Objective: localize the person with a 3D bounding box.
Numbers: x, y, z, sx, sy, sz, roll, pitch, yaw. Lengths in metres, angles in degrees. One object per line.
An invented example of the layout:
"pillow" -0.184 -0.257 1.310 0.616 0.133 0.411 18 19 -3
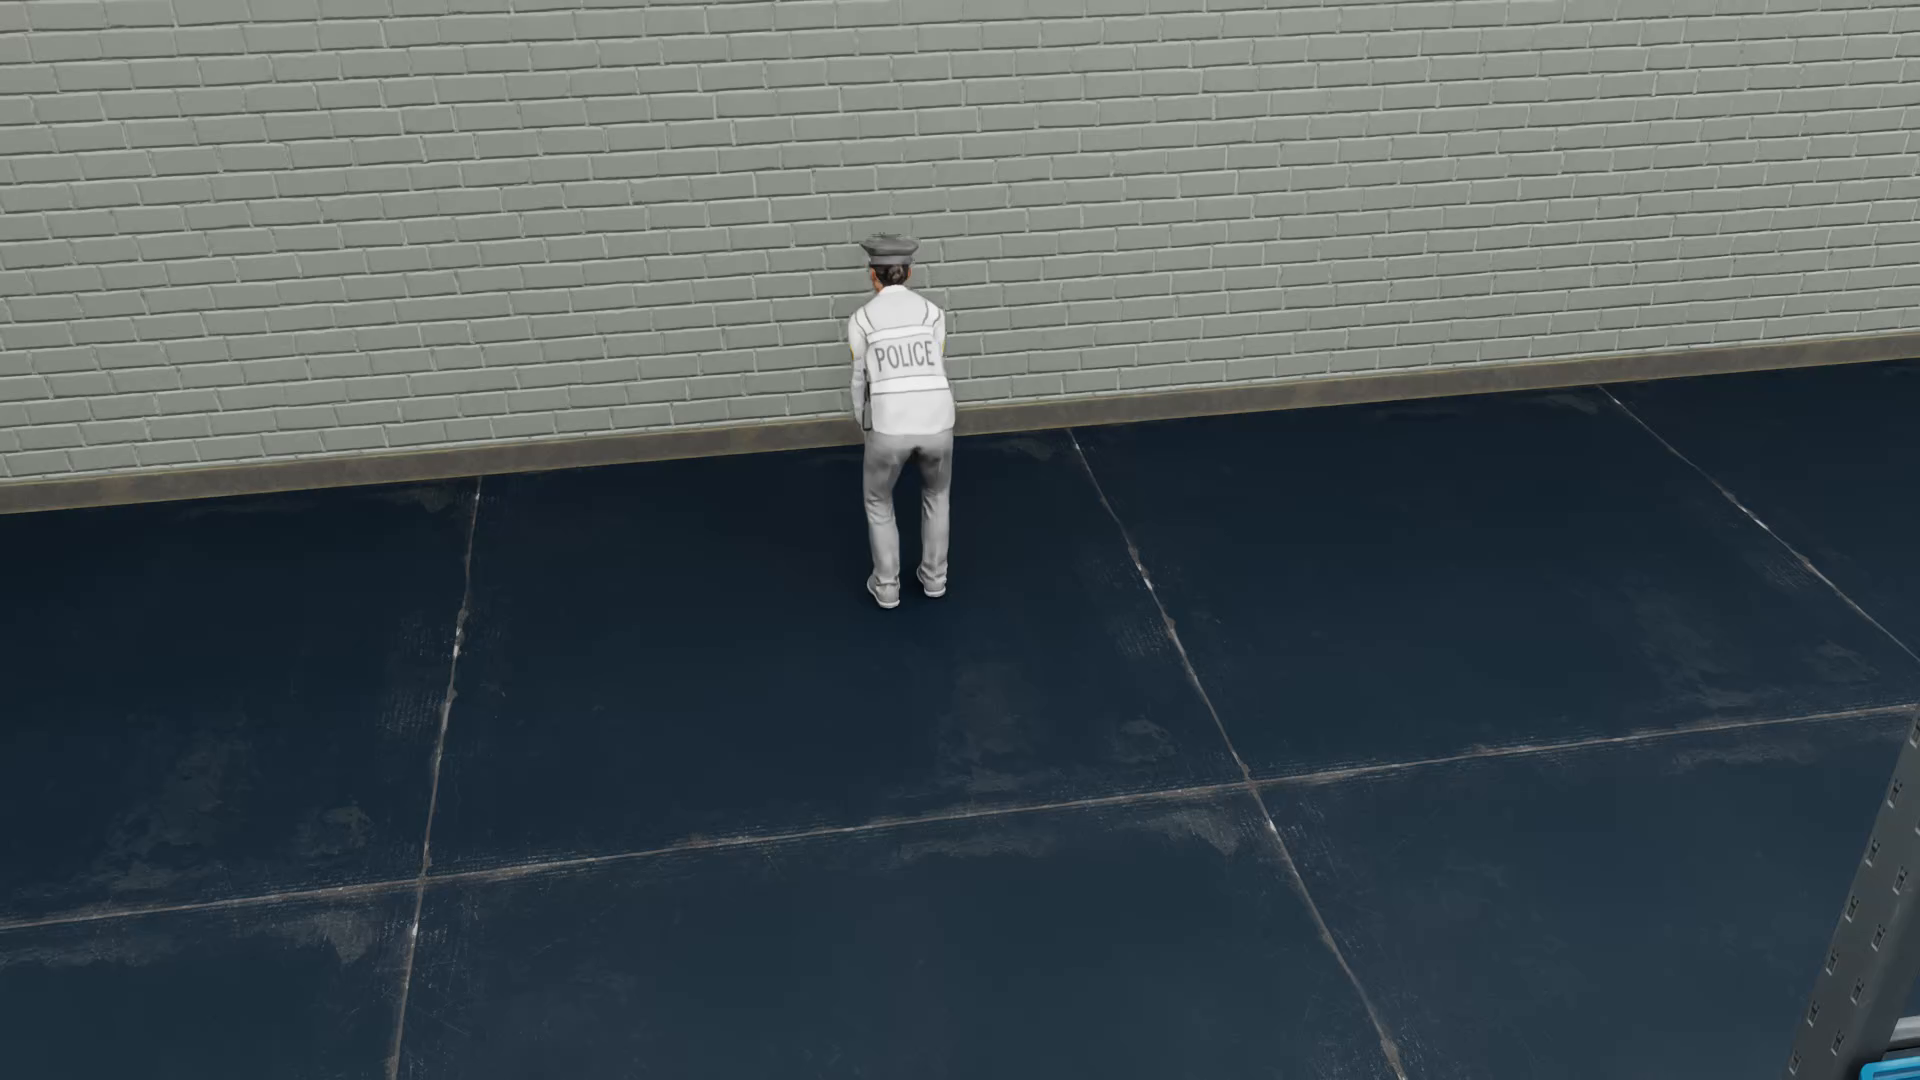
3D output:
"person" -0.250 -0.484 7.060 0.411 1.552 0.648 -6 31 -10
